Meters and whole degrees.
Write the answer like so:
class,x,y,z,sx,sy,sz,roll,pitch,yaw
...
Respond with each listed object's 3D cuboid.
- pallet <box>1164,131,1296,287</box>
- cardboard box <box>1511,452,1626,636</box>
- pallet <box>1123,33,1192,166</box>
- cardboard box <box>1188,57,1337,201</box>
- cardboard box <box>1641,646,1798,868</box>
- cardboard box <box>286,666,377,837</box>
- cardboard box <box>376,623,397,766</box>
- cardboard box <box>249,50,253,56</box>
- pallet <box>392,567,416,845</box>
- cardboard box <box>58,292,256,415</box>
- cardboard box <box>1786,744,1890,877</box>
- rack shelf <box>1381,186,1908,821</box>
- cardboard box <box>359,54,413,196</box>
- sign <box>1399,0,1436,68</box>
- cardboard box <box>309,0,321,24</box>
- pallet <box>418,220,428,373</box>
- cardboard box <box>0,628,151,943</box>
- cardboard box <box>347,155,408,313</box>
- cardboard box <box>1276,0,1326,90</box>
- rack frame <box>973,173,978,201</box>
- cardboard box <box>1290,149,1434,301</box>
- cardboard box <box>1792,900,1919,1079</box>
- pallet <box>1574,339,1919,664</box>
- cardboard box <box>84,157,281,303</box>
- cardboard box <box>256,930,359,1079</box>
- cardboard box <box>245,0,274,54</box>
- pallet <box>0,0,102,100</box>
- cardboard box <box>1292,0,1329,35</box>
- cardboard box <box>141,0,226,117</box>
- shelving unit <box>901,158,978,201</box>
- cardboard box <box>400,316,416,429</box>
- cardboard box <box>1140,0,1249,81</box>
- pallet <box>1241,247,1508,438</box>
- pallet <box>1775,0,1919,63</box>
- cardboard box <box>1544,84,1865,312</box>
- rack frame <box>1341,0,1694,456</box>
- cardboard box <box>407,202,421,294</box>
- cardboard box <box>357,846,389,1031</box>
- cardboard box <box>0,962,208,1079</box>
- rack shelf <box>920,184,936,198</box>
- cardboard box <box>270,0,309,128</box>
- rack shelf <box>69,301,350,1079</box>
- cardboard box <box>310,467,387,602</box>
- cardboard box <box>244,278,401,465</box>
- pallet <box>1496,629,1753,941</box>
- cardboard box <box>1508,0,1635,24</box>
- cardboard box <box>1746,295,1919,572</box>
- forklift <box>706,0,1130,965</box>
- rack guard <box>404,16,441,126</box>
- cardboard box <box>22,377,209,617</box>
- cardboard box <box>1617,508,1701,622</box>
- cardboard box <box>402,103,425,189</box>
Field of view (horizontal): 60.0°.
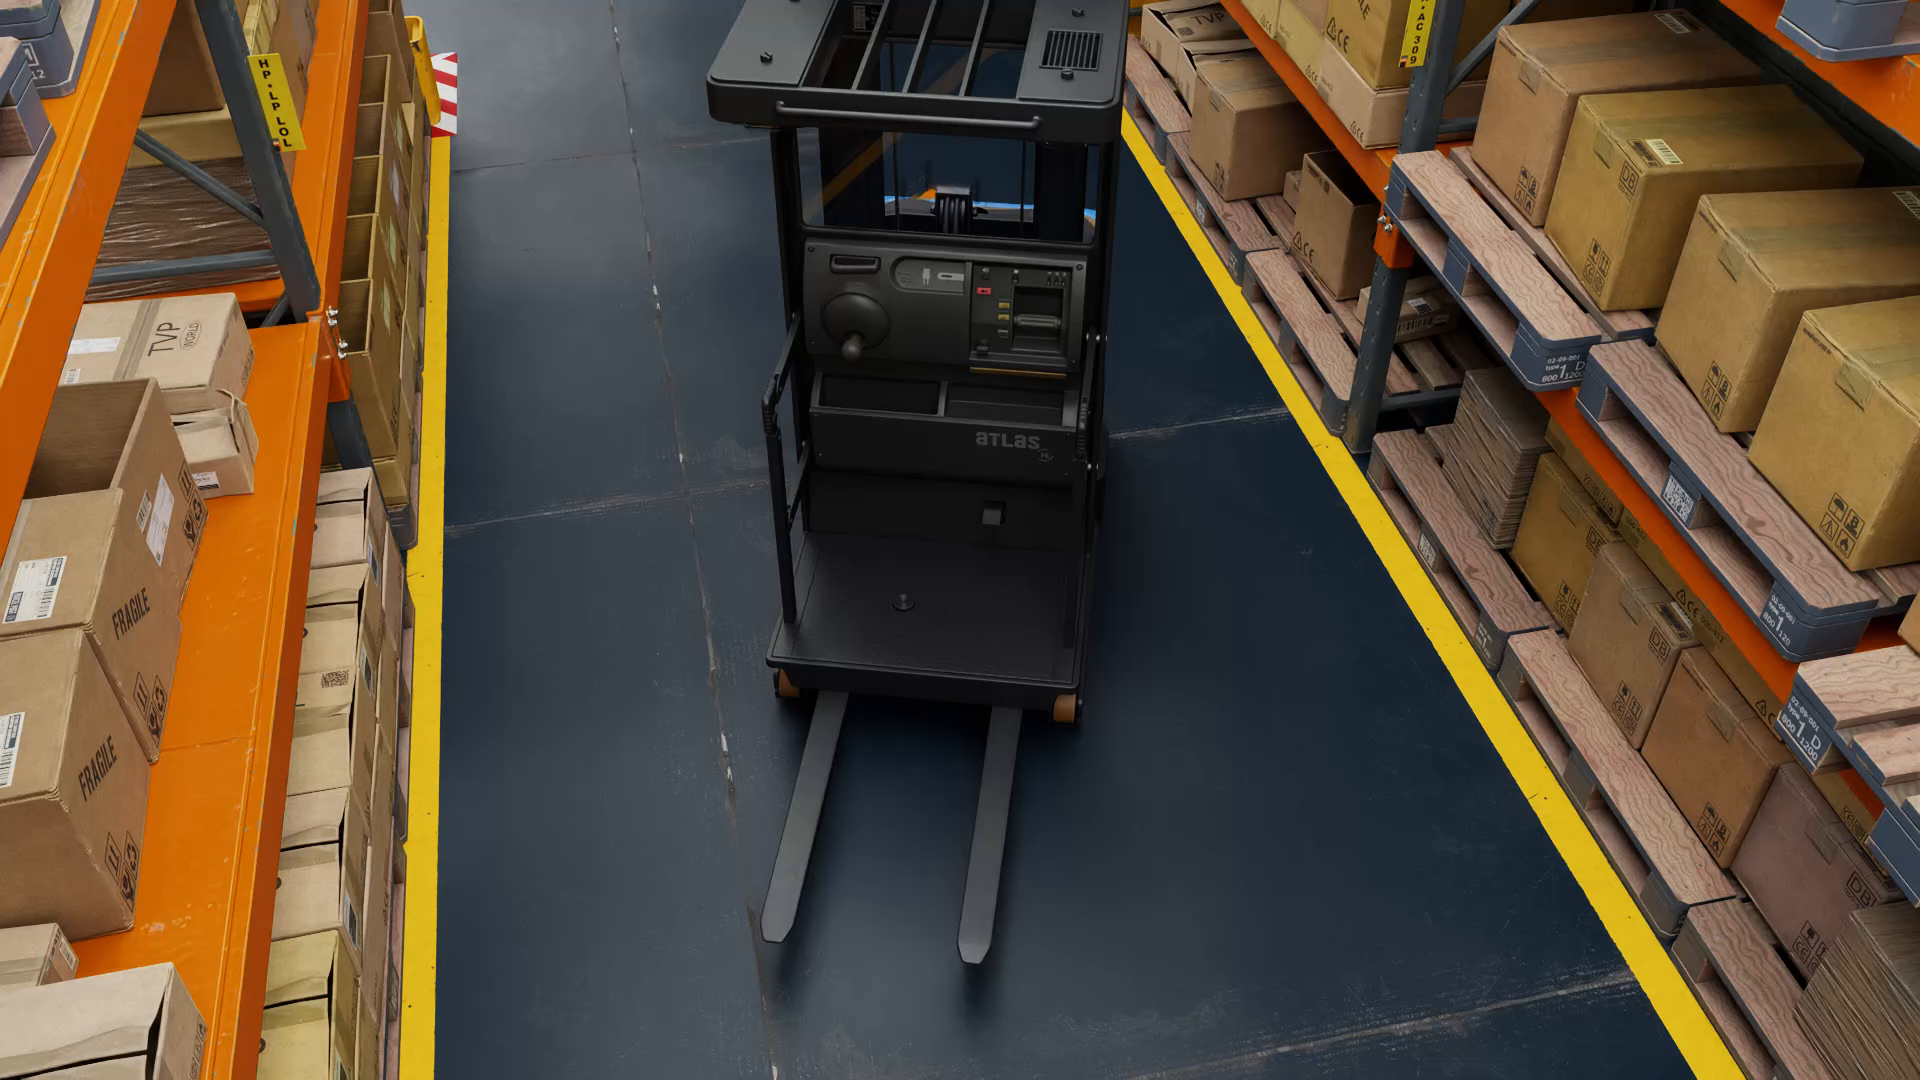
class,x,y,z,sx,sy,sz,roll,pitch,yaw
pallet,1.716,-1.774,8.589,1.003,0.211,1.213,-8,42,-9
cardboard box,2.498,-0.021,6.066,0.700,0.500,0.500,-9,42,-10
pallet,1.456,-2.563,9.478,1.003,0.211,1.213,-8,42,-9
cardboard box,1.593,-2.103,8.411,0.700,0.500,0.500,-11,43,-12
cardboard box,2.687,0.641,5.320,0.700,0.500,0.500,-9,42,-10
cardboard box,-2.083,0.661,5.078,0.500,0.311,0.500,-8,42,-9
cardboard box,-2.194,0.545,5.632,0.500,0.250,0.500,-9,42,-10
cardboard box,-2.597,-1.526,5.646,0.380,0.149,0.250,-8,42,-9
pallet,-2.477,0.633,5.878,1.003,0.211,1.213,-8,42,-9
cardboard box,-2.525,-0.513,5.181,0.500,0.250,0.500,-6,42,-7
cardboard box,2.757,0.651,4.744,0.500,0.250,0.500,-8,42,-8
rack shelf,2.594,-0.029,5.065,1.077,0.370,4.000,-8,42,-9
cardboard box,-2.901,-1.933,7.858,0.500,0.500,0.500,-8,42,-9
sign,1.634,-1.835,5.906,0.100,0.325,0.005,-8,42,-9
cardboard box,-3.230,-2.545,7.282,0.700,0.500,0.500,-8,42,-9
pallet,-3.072,-1.153,7.890,1.003,0.211,1.213,-8,42,-9
cardboard box,-2.189,0.588,3.752,0.500,0.500,0.500,-10,43,-12
cardboard box,-2.684,-1.285,7.128,0.500,0.500,0.500,-8,42,-9
cardboard box,1.664,-2.133,6.992,0.500,0.250,0.500,-8,42,-9
rack frame,0.021,-1.067,7.162,0.008,1.050,0.200,22,46,23
cardboard box,1.899,-1.491,7.721,0.500,0.500,0.500,-11,43,-12
cardboard box,2.819,1.310,4.566,0.700,0.500,0.500,-8,42,-9
pallet,2.558,-0.207,4.868,1.003,0.211,1.213,-8,42,-9
cardboard box,-2.776,-1.206,5.774,0.700,0.500,0.500,-9,42,-10
cardboard box,-1.866,1.321,4.335,0.500,0.311,0.500,-9,42,-10
cardboard box,-2.713,-1.863,6.026,0.380,0.149,0.250,-9,42,-10
pallet,-2.471,-1.362,3.910,0.805,0.209,1.217,-10,43,-11
cardboard box,1.645,-2.411,6.739,0.500,0.500,0.500,-9,42,-10
cardboard box,-2.776,-1.691,5.343,0.700,0.500,0.500,-8,42,-9
shelving unit,-0.083,-1.110,7.210,0.252,1.050,0.215,22,46,23
cardboard box,-2.581,-0.679,7.011,0.500,0.250,0.500,-8,42,-9
cardboard box,1.360,-2.884,9.434,0.500,0.311,0.500,-13,43,-14
pallet,1.983,-0.981,7.697,1.003,0.211,1.213,-8,42,-9
pallet,2.418,-1.558,4.128,1.213,0.211,1.003,-8,42,-9
cardboard box,2.352,-1.098,5.321,0.700,0.500,0.500,-4,42,-5
rack frame,2.162,-1.594,6.286,1.000,3.000,0.127,-8,42,-9
cardboard box,-2.798,-1.328,7.741,0.500,0.250,0.500,-8,42,-9
cardboard box,-1.975,1.206,4.886,0.500,0.250,0.500,-8,42,-8
cardboard box,-1.815,1.137,3.277,0.500,0.311,0.500,-9,42,-10
rack shelf,-0.083,-1.314,7.028,0.240,0.259,0.215,22,46,23
cardboard box,-3.001,-1.873,6.525,0.700,0.500,0.500,-8,42,-9
rack shelf,-2.242,0.684,4.262,1.077,0.370,4.000,-8,42,-9
cardboard box,-2.307,0.001,5.822,0.500,0.311,0.500,-8,42,-9
cardboard box,-2.468,-0.636,6.398,0.500,0.500,0.500,-8,42,-9
pallet,2.598,0.746,5.751,1.003,0.211,1.213,-8,42,-9
cardboard box,2.265,-2.160,6.457,0.500,0.500,0.500,-9,42,-10
cardboard box,2.624,-0.311,4.434,0.700,0.500,0.500,-8,42,-9
forklift,-0.078,-0.683,5.312,1.130,2.935,3.031,5,42,5
rack guard,-3.543,-2.555,9.252,1.175,0.500,0.348,-8,42,-9
cardboard box,-2.410,-0.078,4.503,0.500,0.500,0.500,-6,42,-6
cardboard box,2.552,-0.008,5.486,0.500,0.250,0.500,-9,42,-11
cardboard box,-3.014,-1.976,8.471,0.500,0.250,0.500,-8,42,-9
